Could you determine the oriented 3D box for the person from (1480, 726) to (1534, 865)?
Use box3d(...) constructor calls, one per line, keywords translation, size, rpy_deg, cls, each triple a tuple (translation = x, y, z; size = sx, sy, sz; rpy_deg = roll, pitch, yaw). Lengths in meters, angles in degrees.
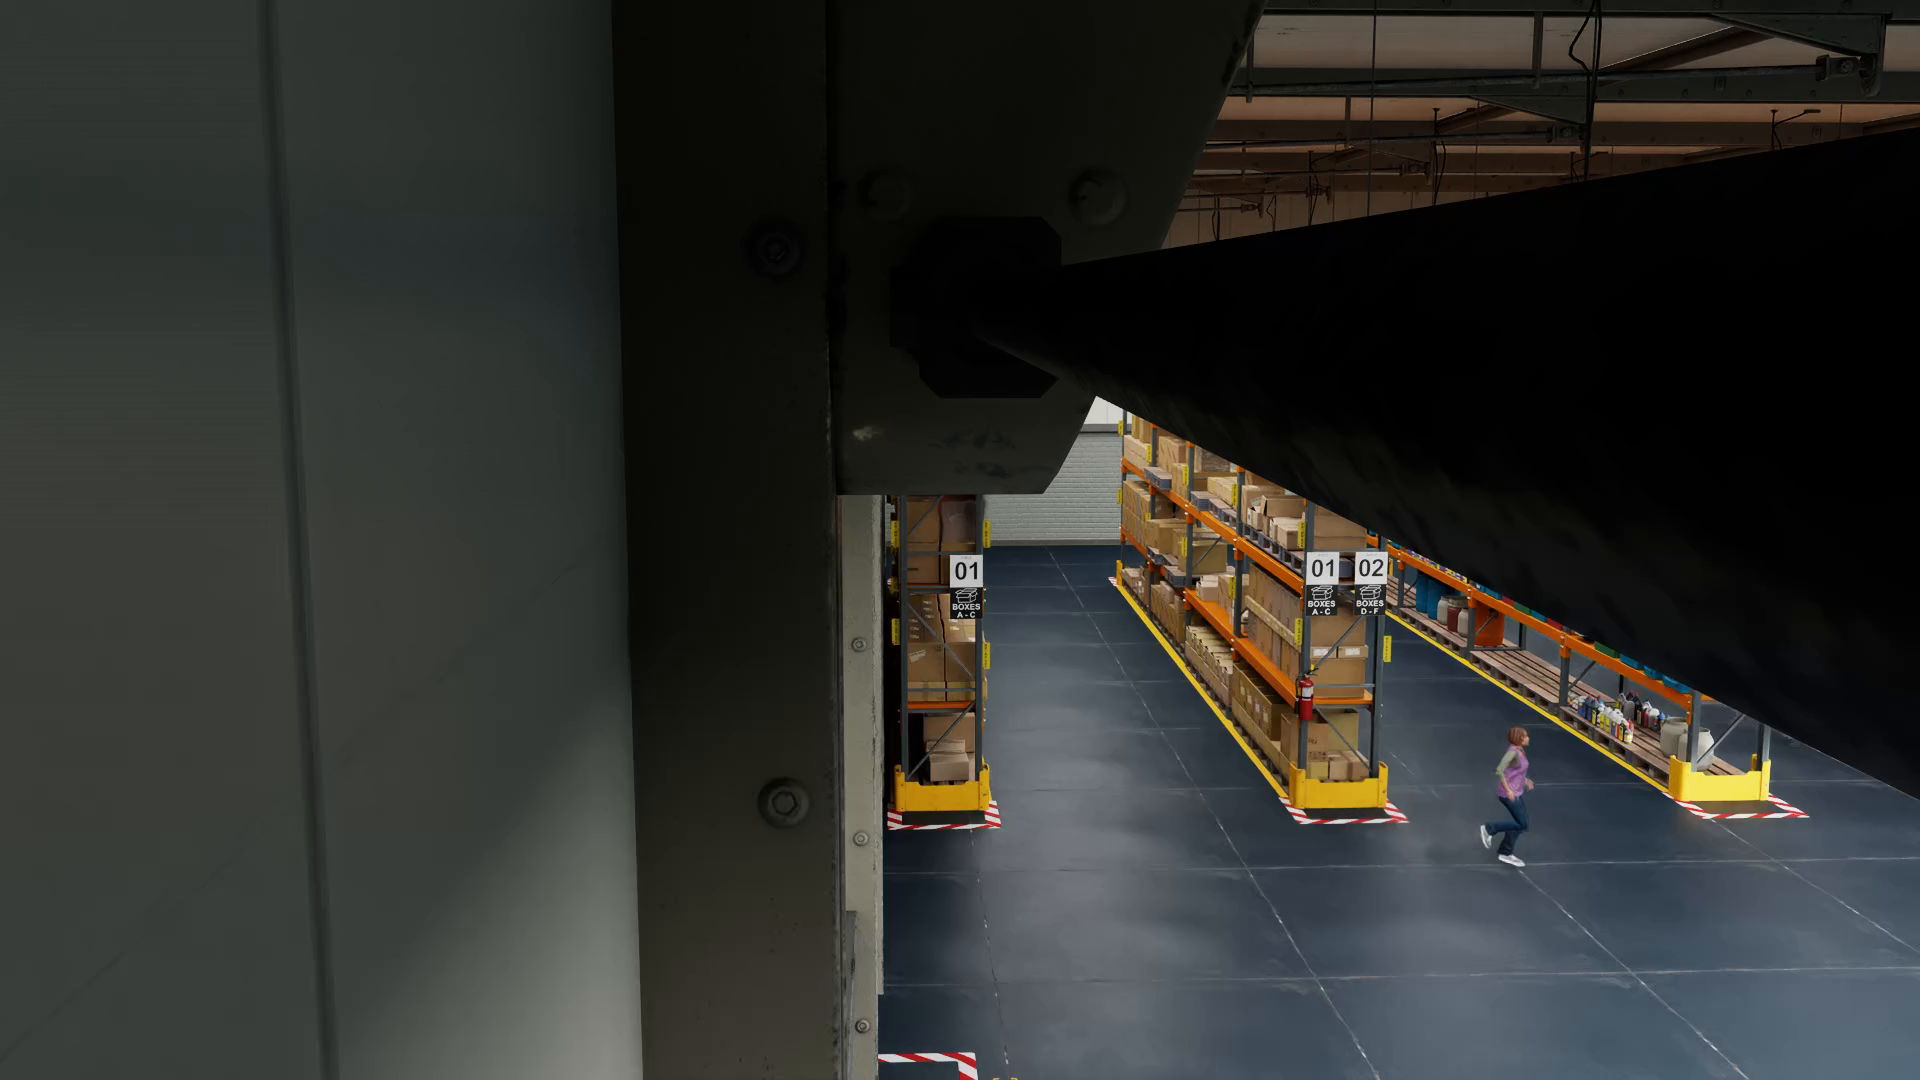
box3d(translation=(6.135, 2.845, 18.624), size=(0.536, 1.559, 0.554), rpy_deg=(4, 9, 26), cls="person")
